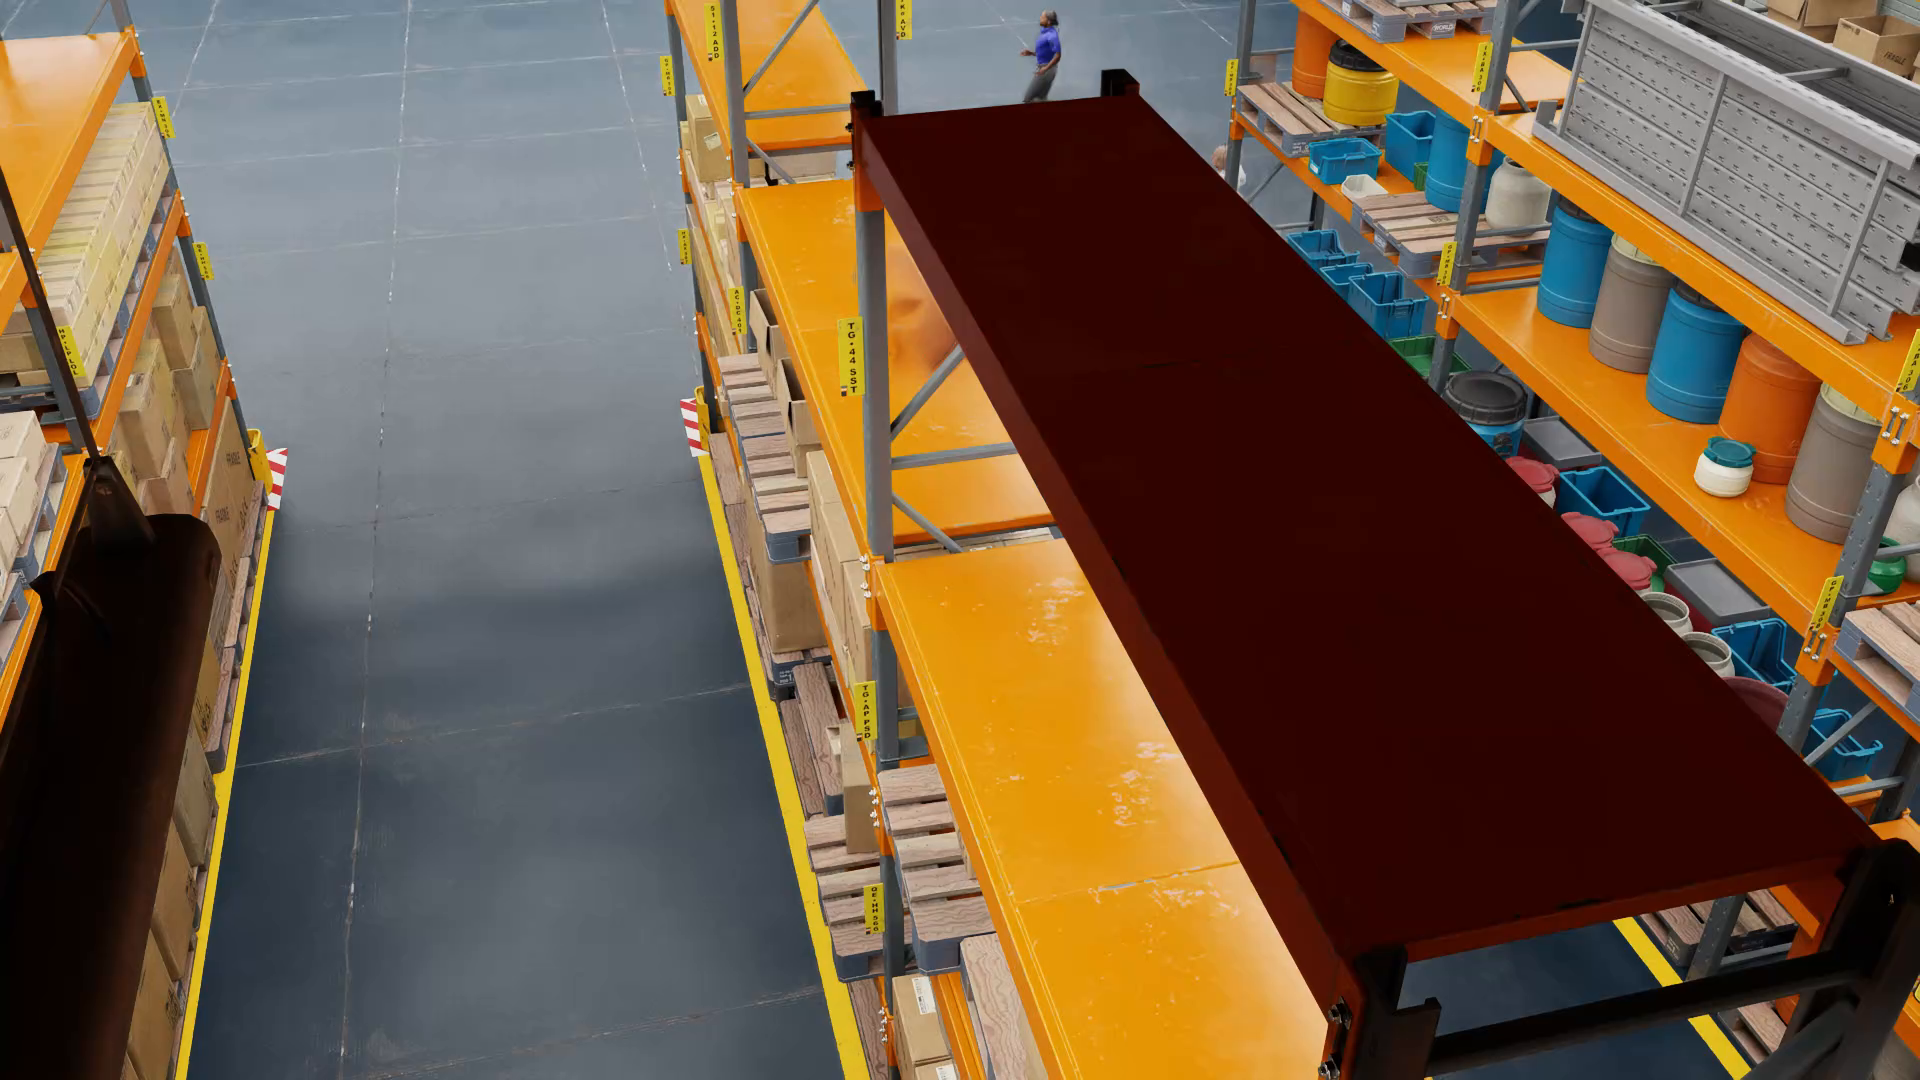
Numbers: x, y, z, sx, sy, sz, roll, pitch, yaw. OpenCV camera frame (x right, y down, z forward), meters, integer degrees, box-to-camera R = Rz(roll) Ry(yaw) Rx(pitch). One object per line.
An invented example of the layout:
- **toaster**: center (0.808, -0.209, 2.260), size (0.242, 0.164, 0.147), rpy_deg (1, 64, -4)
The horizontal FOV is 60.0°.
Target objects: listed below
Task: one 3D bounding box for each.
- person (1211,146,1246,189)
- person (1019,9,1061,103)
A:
- **person**: center (2.731, -3.293, 17.373), size (0.848, 1.748, 0.773), rpy_deg (11, 36, 16)
- **person**: center (1.032, -6.034, 21.455), size (0.551, 1.613, 0.565), rpy_deg (3, 35, 4)
